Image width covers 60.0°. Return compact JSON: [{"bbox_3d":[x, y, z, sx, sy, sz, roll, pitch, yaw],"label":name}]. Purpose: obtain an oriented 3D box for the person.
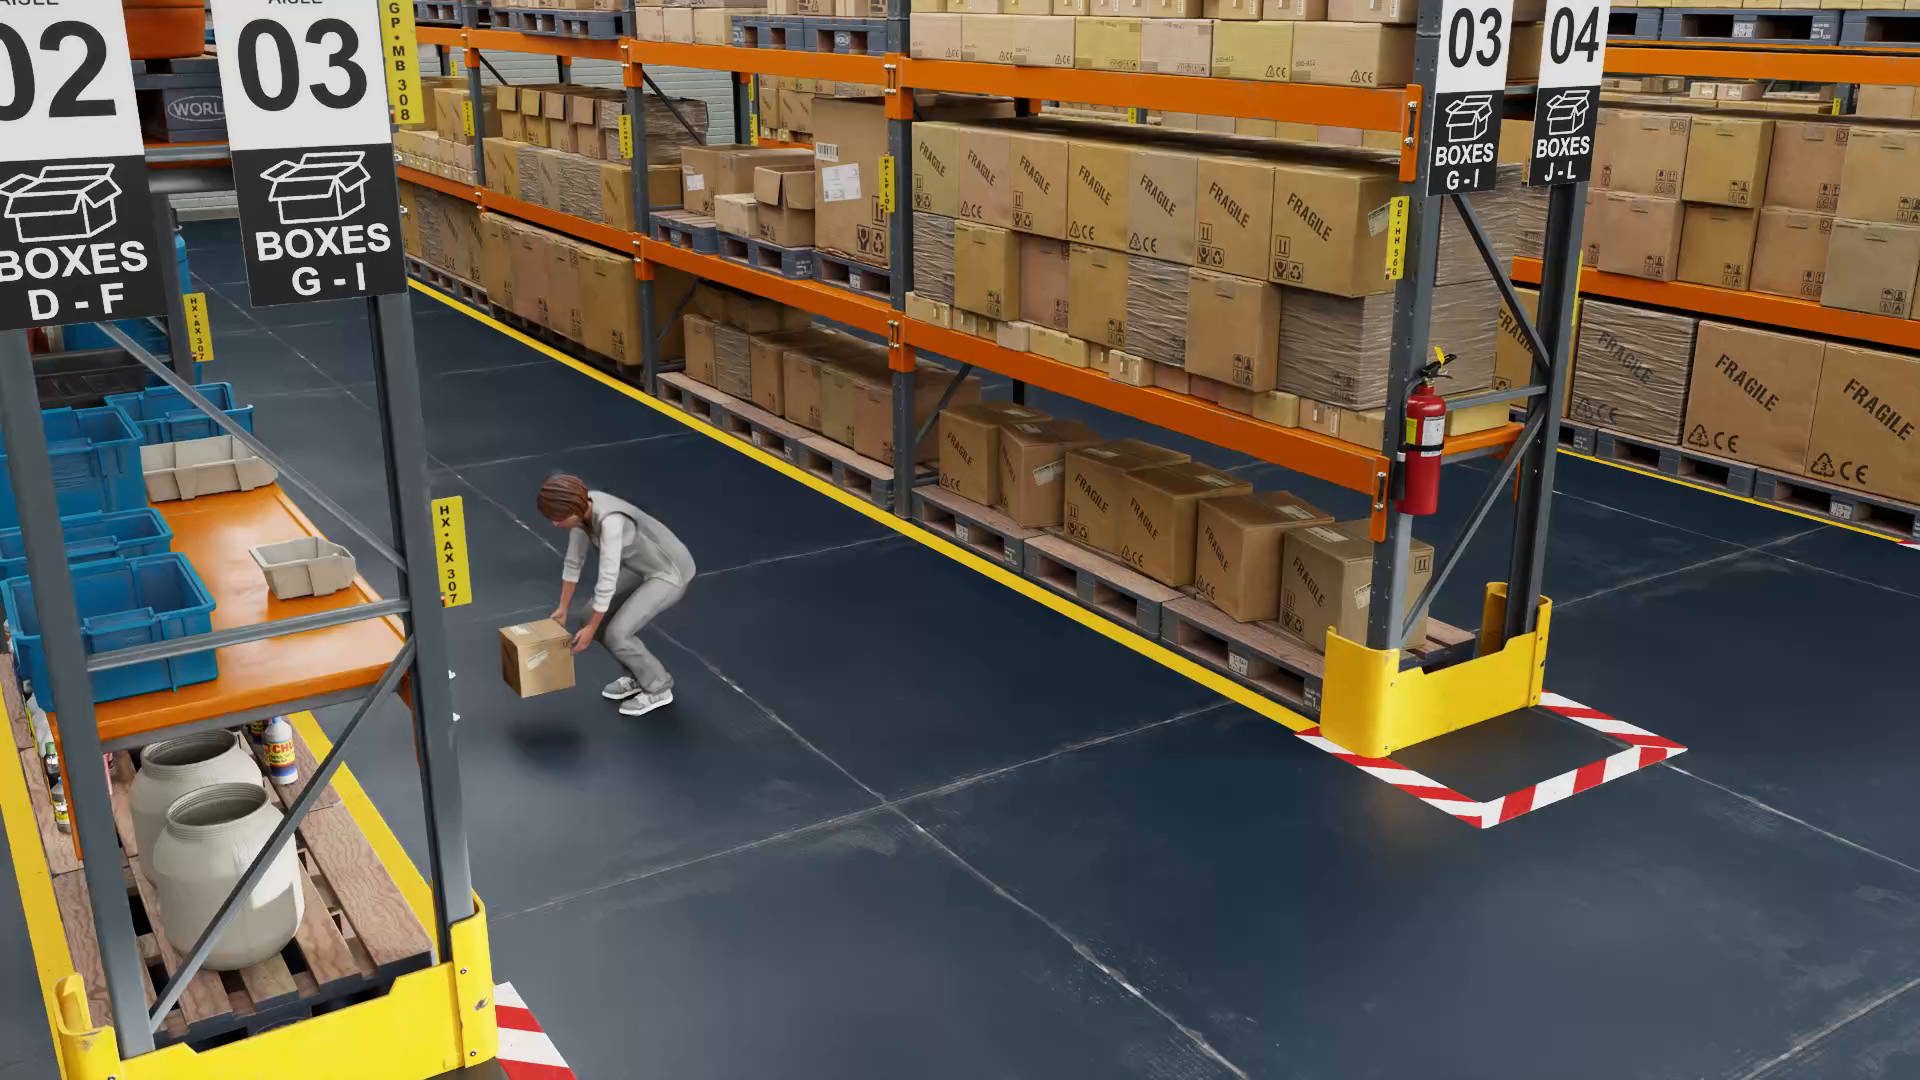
[{"bbox_3d":[-1.543,0.233,7.591,0.721,1.148,0.463,-12,22,-31],"label":"person"}]
